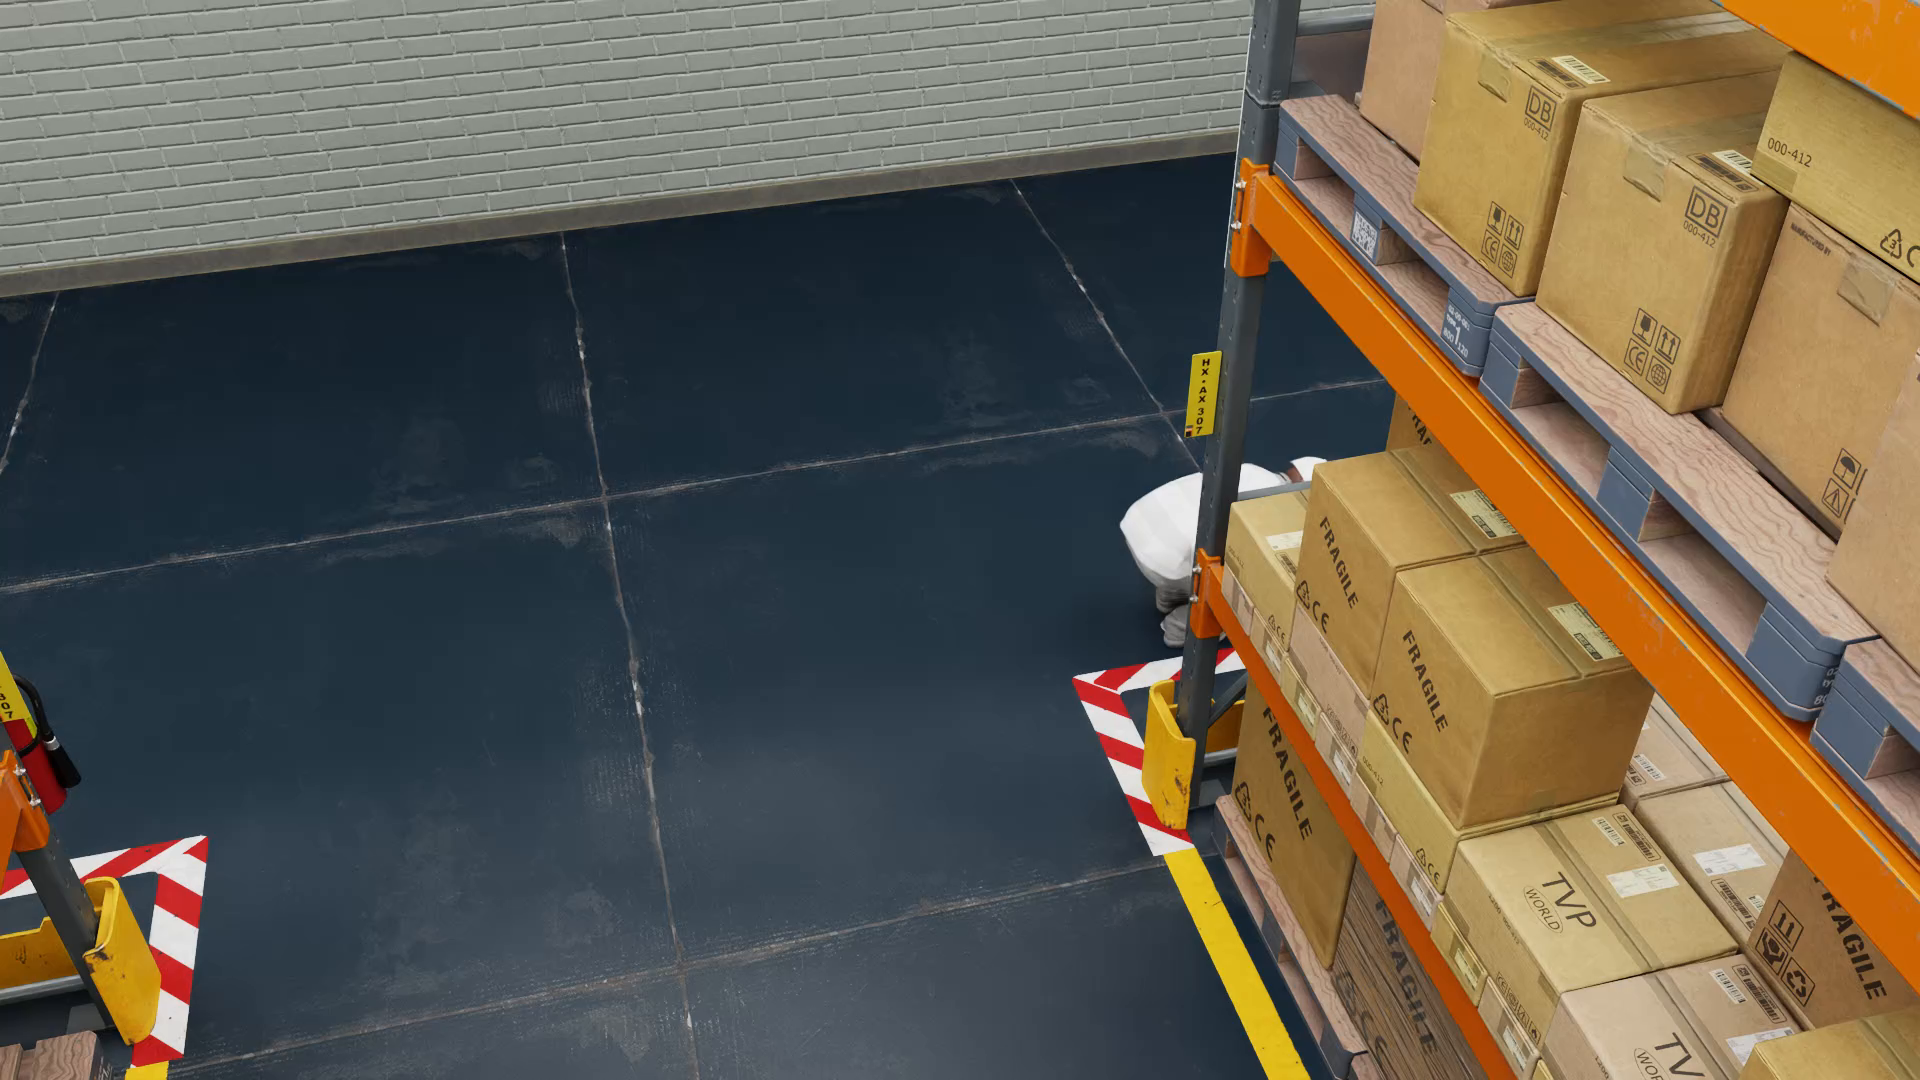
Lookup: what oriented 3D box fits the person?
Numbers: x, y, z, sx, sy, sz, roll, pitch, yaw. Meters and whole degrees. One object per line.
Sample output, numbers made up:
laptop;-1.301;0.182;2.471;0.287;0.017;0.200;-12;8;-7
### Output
person;1.206;0.039;7.471;0.988;0.791;0.504;-10;39;-13
